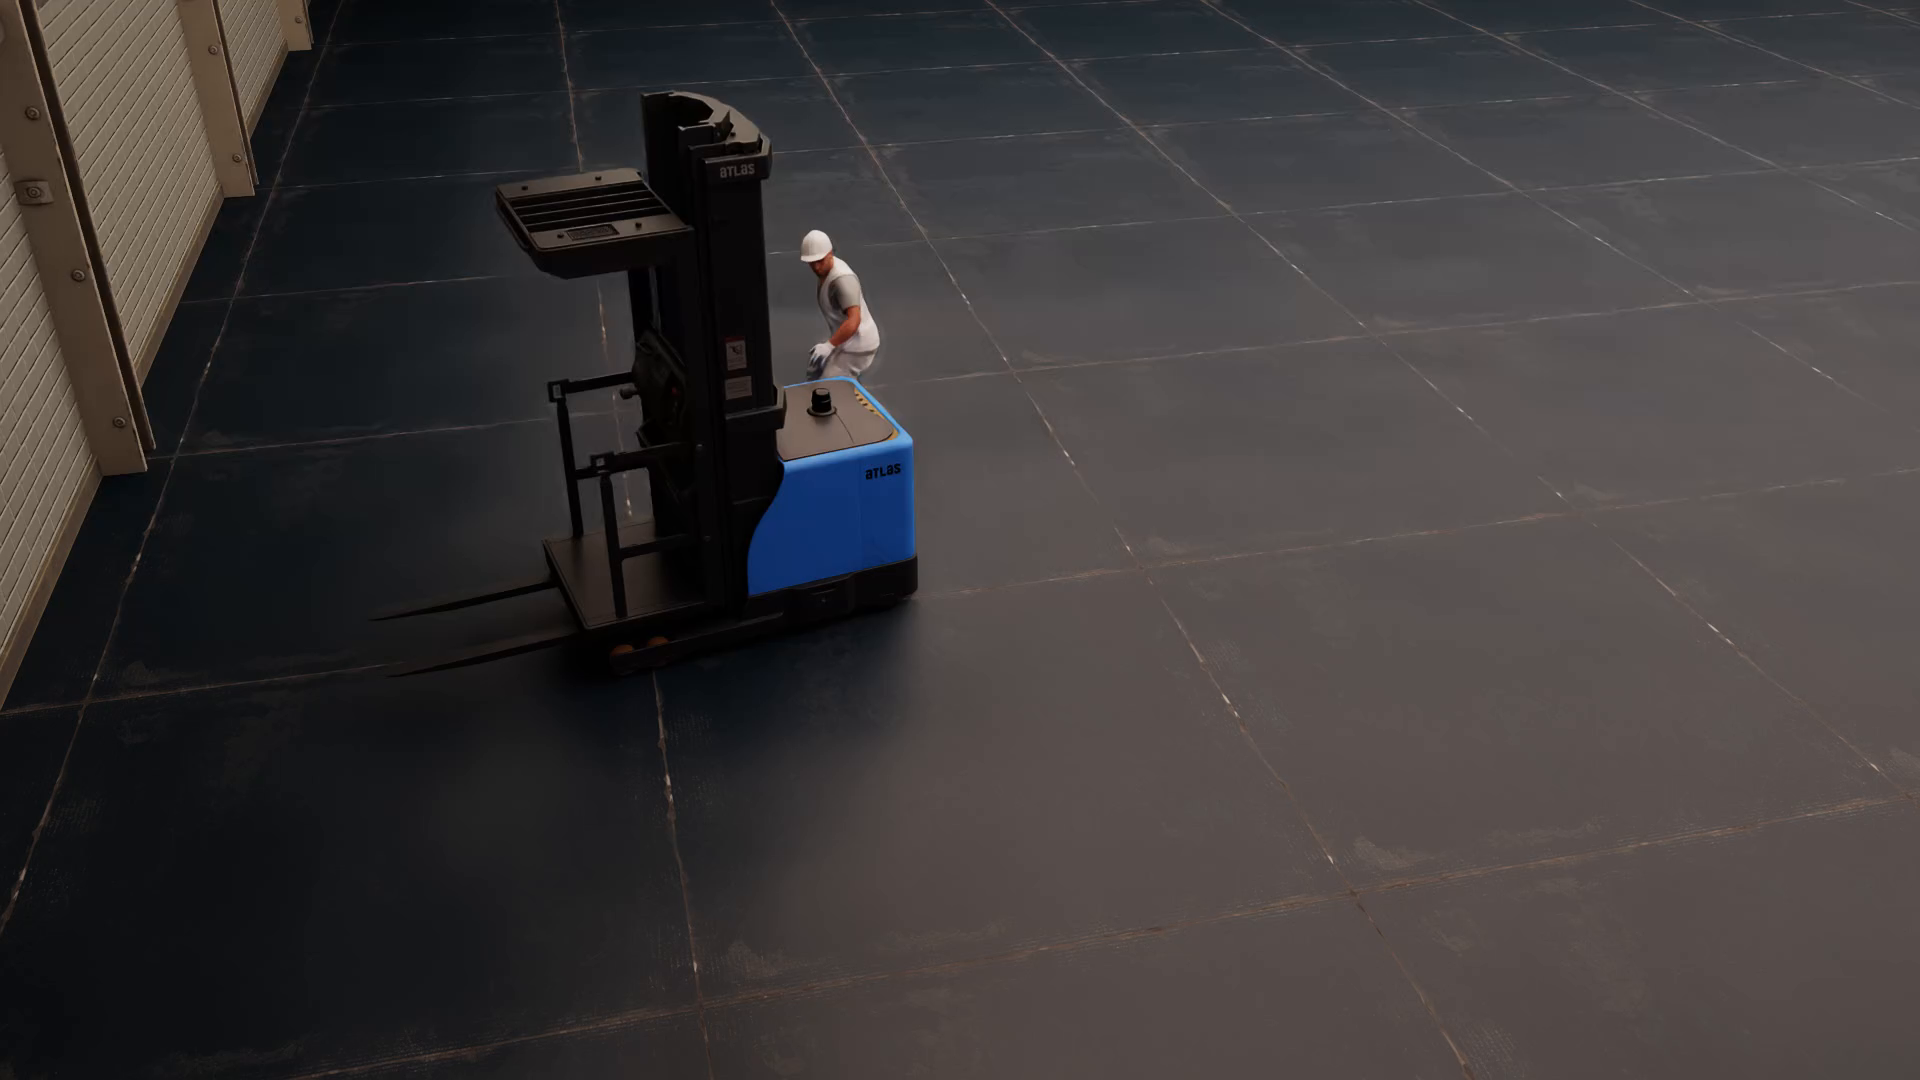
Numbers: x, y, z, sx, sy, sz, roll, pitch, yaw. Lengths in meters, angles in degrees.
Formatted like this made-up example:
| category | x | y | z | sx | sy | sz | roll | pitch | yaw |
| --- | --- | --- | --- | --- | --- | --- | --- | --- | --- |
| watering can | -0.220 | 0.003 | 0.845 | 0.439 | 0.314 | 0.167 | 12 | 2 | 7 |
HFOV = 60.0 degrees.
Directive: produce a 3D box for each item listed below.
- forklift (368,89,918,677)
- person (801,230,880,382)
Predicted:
| category | x | y | z | sx | sy | sz | roll | pitch | yaw |
| --- | --- | --- | --- | --- | --- | --- | --- | --- | --- |
| forklift | -1.810 | -0.822 | 8.994 | 3.031 | 2.935 | 1.130 | -13 | 33 | -21 |
| person | -0.801 | -1.334 | 11.272 | 0.502 | 1.655 | 1.027 | -4 | 30 | -6 |
